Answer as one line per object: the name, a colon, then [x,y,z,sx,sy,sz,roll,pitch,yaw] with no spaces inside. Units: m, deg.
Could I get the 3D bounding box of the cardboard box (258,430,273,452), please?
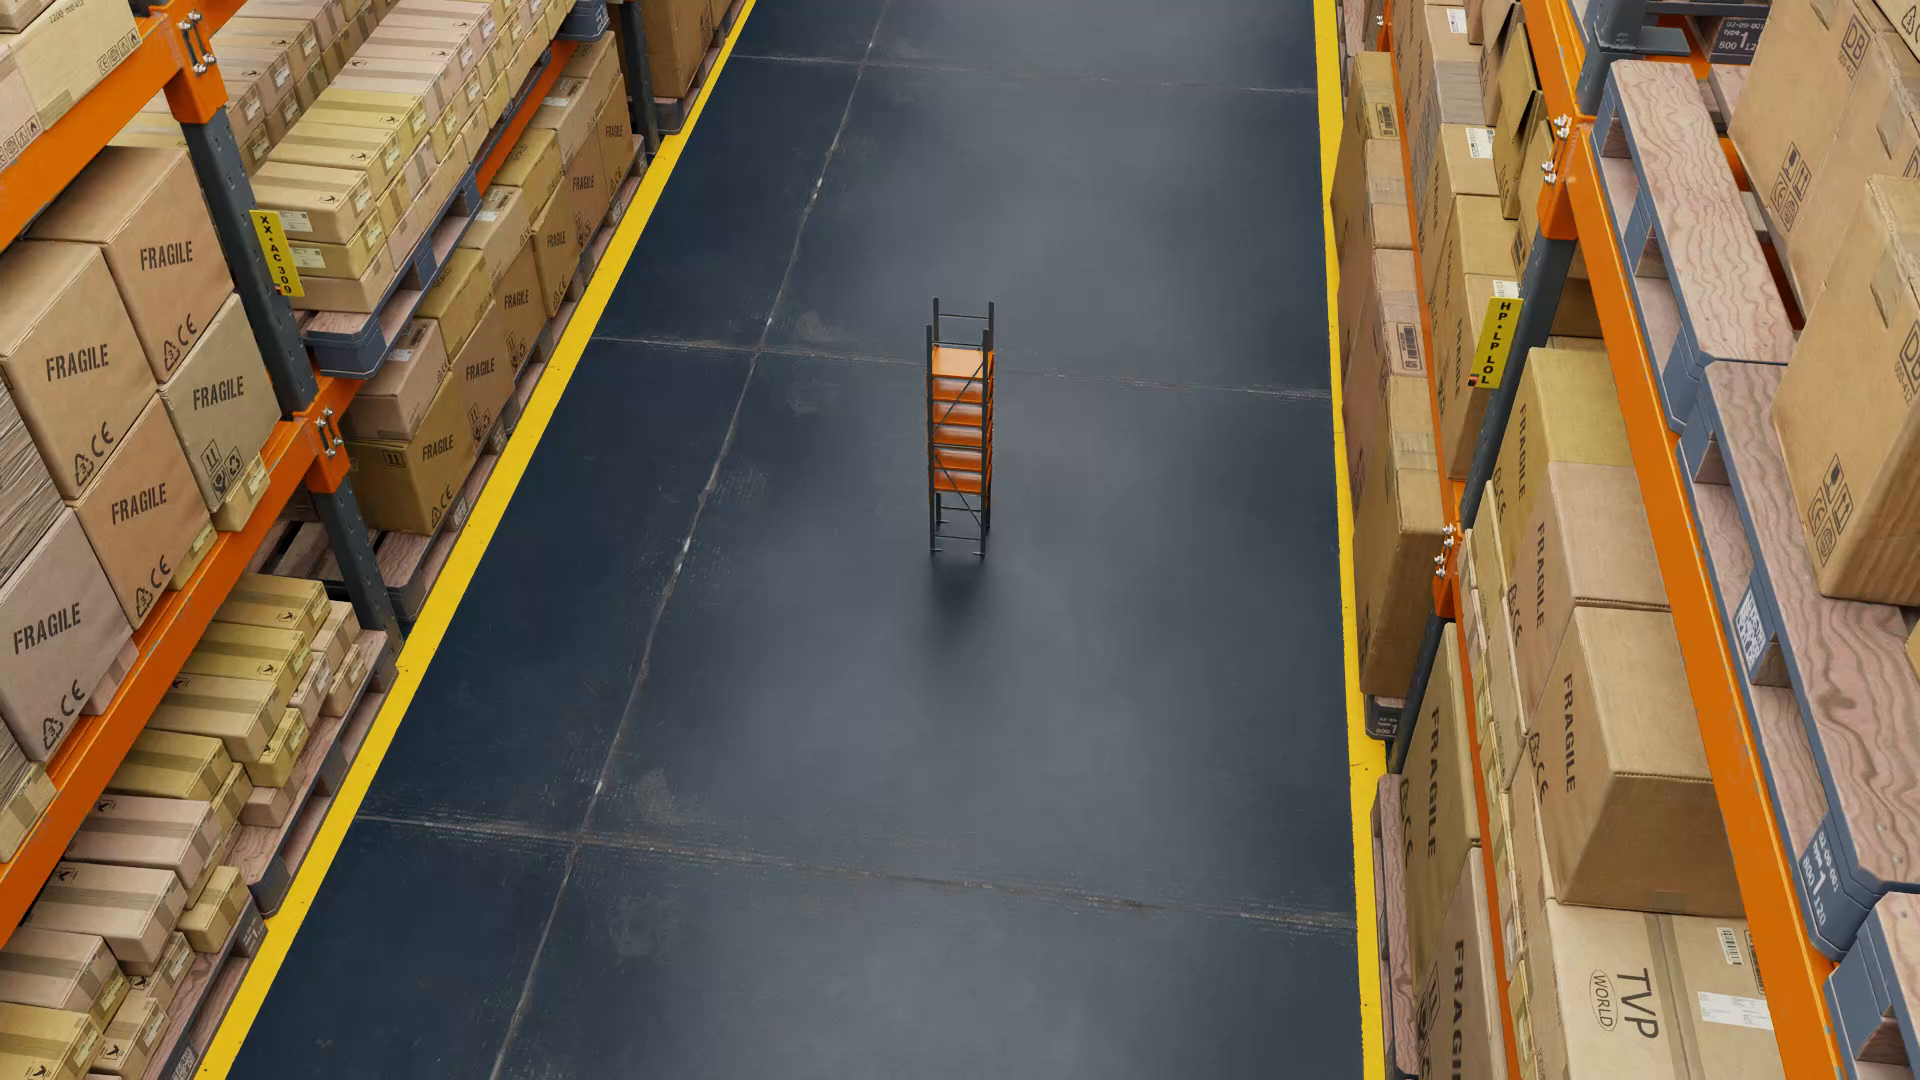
cardboard box: [-2.584,-0.359,5.652,0.380,0.149,0.250,5,44,5]

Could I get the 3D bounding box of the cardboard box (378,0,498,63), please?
cardboard box: [-2.101,-2.051,6.702,0.380,0.149,0.250,7,44,7]

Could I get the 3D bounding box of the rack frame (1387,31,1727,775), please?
rack frame: [2.124,-0.146,5.245,1.000,3.000,0.127,5,44,6]

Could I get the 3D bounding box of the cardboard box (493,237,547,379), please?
cardboard box: [-2.294,-1.110,7.775,0.500,0.500,0.500,6,44,6]

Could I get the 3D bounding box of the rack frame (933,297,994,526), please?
rack frame: [0.014,-0.508,6.936,0.240,1.200,0.006,5,44,6]

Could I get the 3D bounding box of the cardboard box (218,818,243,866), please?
cardboard box: [-2.736,1.039,5.762,0.380,0.149,0.250,4,44,4]

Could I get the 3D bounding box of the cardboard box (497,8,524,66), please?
cardboard box: [-2.066,-2.128,6.999,0.380,0.149,0.250,4,44,5]

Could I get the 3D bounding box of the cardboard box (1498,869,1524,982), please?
cardboard box: [1.585,0.999,4.218,0.380,0.149,0.250,6,44,6]

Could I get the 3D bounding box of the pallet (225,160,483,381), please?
pallet: [-2.533,-1.104,6.396,1.003,0.211,1.213,5,44,6]

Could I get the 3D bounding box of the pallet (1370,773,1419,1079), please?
pallet: [1.946,1.377,5.664,1.003,0.211,1.213,5,44,6]

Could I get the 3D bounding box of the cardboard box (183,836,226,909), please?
cardboard box: [-2.691,1.059,5.524,0.380,0.149,0.250,6,44,7]

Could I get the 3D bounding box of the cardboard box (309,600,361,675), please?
cardboard box: [-2.505,0.352,6.270,0.380,0.149,0.250,6,44,6]

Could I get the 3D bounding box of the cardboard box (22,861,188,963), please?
cardboard box: [-2.667,1.162,5.198,0.380,0.149,0.250,4,44,4]

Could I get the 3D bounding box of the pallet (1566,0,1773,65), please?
pallet: [2.197,-1.796,4.944,0.805,0.209,1.217,4,44,4]

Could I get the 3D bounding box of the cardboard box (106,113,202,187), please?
cardboard box: [-2.884,-1.418,6.033,0.380,0.149,0.250,4,44,4]

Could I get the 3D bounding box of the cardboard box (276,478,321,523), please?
cardboard box: [-2.931,-0.438,7.066,0.500,0.500,0.500,4,44,5]

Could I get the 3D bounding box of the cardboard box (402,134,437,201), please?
cardboard box: [-2.205,-1.415,6.246,0.380,0.149,0.250,6,44,7]

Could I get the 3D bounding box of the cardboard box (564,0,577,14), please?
cardboard box: [-1.964,-2.562,7.673,0.380,0.149,0.250,5,44,5]

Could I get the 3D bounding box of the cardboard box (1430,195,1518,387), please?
cardboard box: [1.988,-0.863,5.929,0.500,0.500,0.500,7,44,7]

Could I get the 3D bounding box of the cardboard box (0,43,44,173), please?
cardboard box: [-2.653,-1.003,4.077,0.500,0.250,0.500,5,44,5]

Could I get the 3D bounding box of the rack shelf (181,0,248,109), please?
rack shelf: [-2.514,-2.857,6.450,1.077,0.370,4.000,5,44,6]

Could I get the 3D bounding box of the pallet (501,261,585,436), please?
pallet: [-2.518,-1.018,8.194,1.003,0.211,1.213,5,44,6]

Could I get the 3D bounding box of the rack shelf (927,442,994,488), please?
rack shelf: [0.002,-0.326,6.983,0.258,0.103,0.180,5,44,6]

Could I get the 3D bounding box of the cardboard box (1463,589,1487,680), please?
cardboard box: [1.721,0.295,4.962,0.380,0.149,0.250,4,44,4]

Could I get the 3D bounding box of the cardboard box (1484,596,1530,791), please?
cardboard box: [1.732,0.435,4.524,0.500,0.250,0.500,5,44,5]

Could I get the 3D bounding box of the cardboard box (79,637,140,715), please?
cardboard box: [-2.670,0.364,4.888,0.380,0.149,0.250,4,44,4]

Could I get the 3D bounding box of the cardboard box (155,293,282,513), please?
cardboard box: [-2.563,-0.455,5.282,0.500,0.500,0.500,5,44,6]

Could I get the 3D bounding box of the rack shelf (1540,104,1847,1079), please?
rack shelf: [1.860,0.389,3.022,1.077,0.370,4.000,5,44,6]

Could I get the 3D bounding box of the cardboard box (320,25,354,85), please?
cardboard box: [-2.751,-2.023,6.888,0.380,0.149,0.250,5,44,6]

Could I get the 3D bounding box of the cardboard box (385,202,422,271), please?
cardboard box: [-2.240,-1.144,6.176,0.380,0.149,0.250,6,44,6]

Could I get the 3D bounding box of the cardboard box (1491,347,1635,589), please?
cardboard box: [1.808,-0.169,4.617,0.500,0.500,0.500,5,44,6]

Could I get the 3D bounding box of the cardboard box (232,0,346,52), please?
cardboard box: [-2.746,-2.123,6.777,0.380,0.149,0.250,3,44,4]

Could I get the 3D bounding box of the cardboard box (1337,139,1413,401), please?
cardboard box: [2.416,-1.178,7.575,1.225,0.875,0.875,5,44,6]

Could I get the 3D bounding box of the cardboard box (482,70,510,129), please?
cardboard box: [-2.103,-1.845,6.916,0.380,0.149,0.250,5,44,5]

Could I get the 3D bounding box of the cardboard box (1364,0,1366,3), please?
cardboard box: [2.924,-3.730,10.527,0.700,0.500,0.500,2,43,2]

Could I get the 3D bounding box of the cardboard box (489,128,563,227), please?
cardboard box: [-2.219,-1.729,7.884,0.500,0.250,0.500,6,44,6]

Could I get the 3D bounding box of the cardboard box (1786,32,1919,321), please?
cardboard box: [2.005,-0.556,3.045,0.700,0.500,0.500,7,44,8]

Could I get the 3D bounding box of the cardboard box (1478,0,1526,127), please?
cardboard box: [2.369,-1.875,6.268,0.797,0.503,0.637,7,44,7]

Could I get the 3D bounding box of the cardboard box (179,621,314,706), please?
cardboard box: [-2.562,0.444,5.957,0.380,0.149,0.250,6,44,6]

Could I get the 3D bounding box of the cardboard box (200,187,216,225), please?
cardboard box: [-2.888,-1.304,6.129,0.380,0.149,0.250,6,44,6]

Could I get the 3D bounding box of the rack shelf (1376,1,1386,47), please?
rack shelf: [2.918,-3.974,9.811,1.077,0.370,4.000,5,44,6]

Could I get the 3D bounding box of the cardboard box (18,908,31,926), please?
cardboard box: [-3.277,1.323,5.461,0.380,0.149,0.250,4,44,4]

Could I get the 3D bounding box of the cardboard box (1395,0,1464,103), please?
cardboard box: [2.253,-2.251,7.395,0.500,0.500,0.500,4,44,4]

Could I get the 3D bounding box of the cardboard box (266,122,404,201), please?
cardboard box: [-2.240,-1.361,5.972,0.380,0.149,0.250,6,44,7]

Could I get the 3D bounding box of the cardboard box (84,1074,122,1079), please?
cardboard box: [-2.741,1.750,5.010,0.380,0.149,0.250,3,44,3]

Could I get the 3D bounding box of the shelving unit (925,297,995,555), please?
shelving unit: [0.002,-0.446,6.870,0.258,1.200,0.189,5,44,6]
